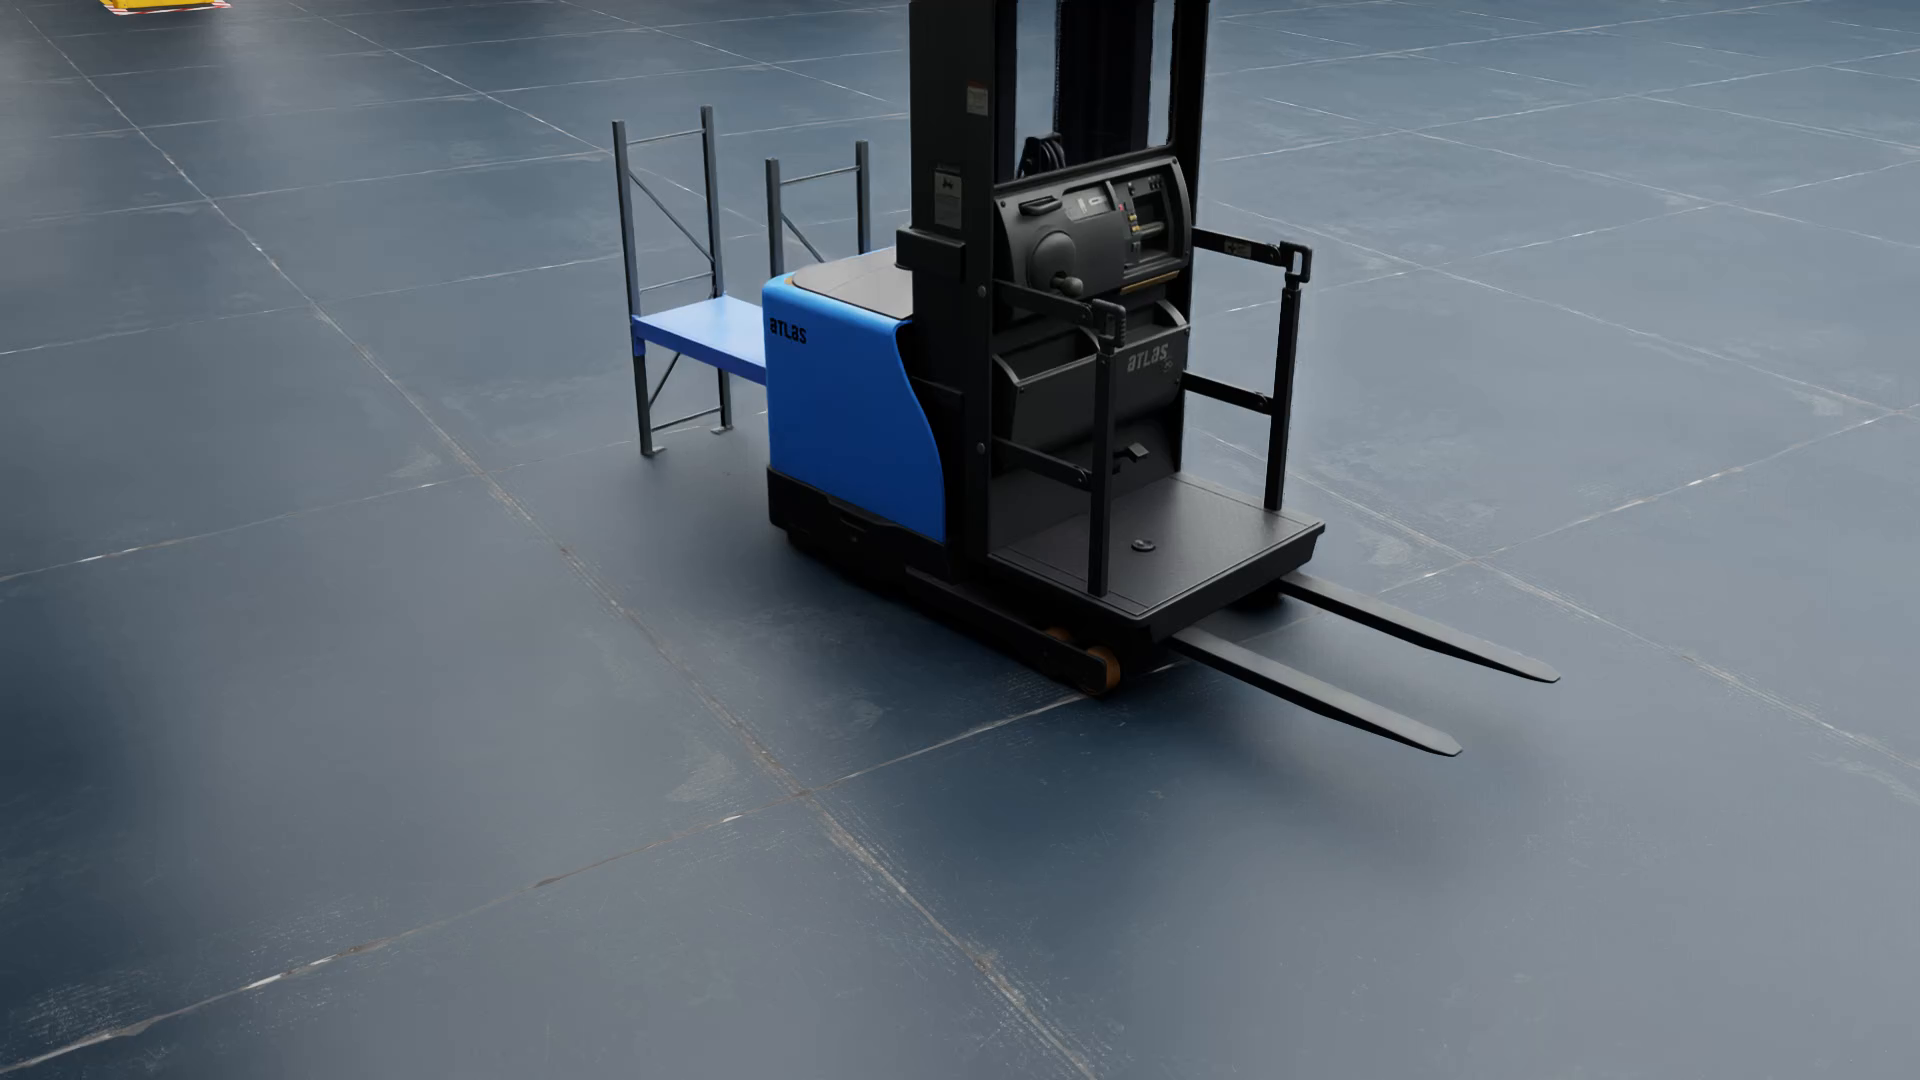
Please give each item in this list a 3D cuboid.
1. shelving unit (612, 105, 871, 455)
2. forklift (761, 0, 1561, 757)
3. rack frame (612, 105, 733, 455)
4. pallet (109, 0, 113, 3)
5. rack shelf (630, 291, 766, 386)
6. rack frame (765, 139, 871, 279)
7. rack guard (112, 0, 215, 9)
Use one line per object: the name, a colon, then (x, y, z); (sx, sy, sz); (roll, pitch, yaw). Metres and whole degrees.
shelving unit: (-0.908, -0.989, 7.088); (0.538, 1.500, 1.048); (-23, 34, -40)
forklift: (0.619, -1.048, 5.537); (1.130, 2.935, 3.031); (-23, 34, -40)
rack frame: (-1.267, -1.143, 7.414); (0.500, 1.500, 0.032); (-23, 34, -40)
pallet: (-10.644, -7.226, 21.810); (1.003, 0.211, 1.213); (-16, 29, -30)
rack shelf: (-0.908, -0.826, 7.165); (0.538, 0.185, 1.000); (-23, 34, -40)
rack frame: (-0.550, -0.835, 6.762); (0.500, 1.500, 0.032); (-23, 34, -40)
rack guard: (-10.178, -7.085, 21.172); (1.175, 0.500, 0.348); (-16, 29, -30)
